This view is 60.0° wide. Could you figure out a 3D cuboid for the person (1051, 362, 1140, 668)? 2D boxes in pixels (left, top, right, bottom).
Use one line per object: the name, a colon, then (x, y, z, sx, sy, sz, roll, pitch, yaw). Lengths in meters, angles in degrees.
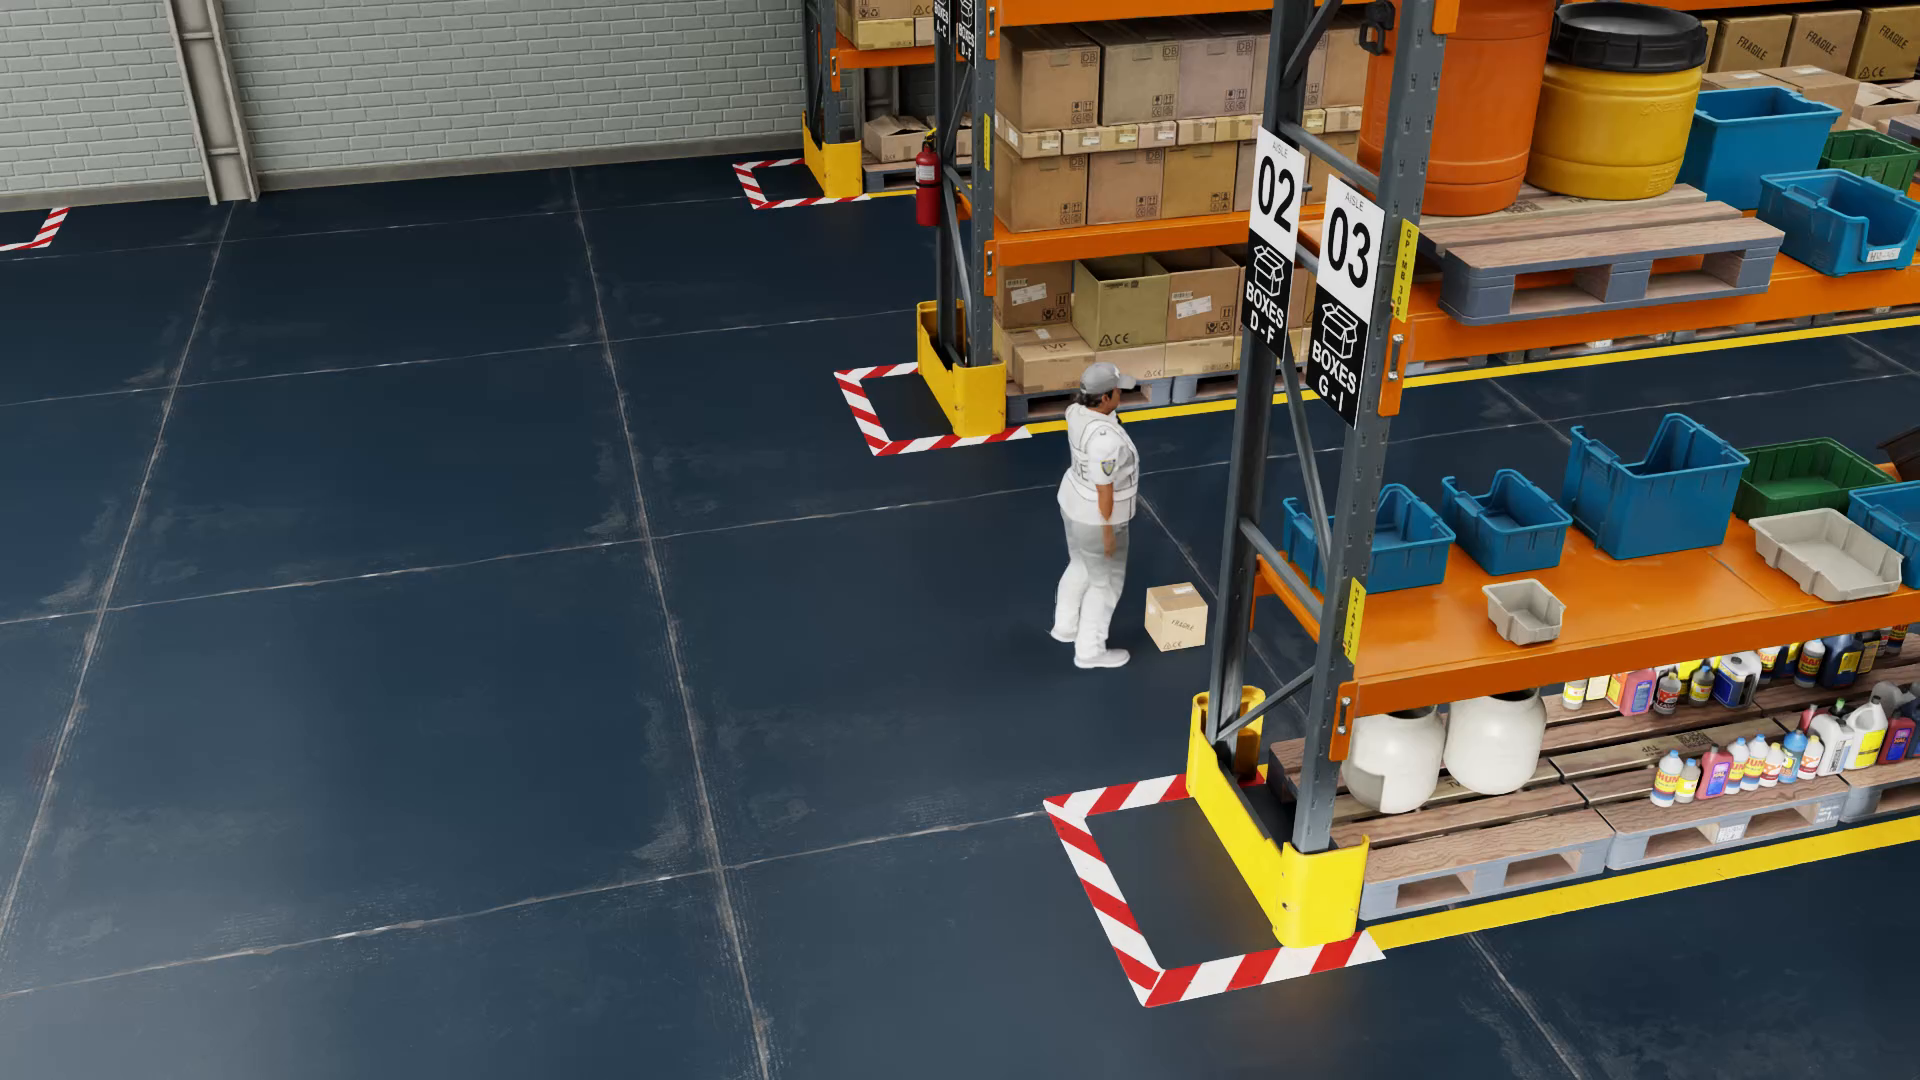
person: (0.703, -0.115, 8.483, 0.389, 1.715, 0.468, -7, 31, -12)
